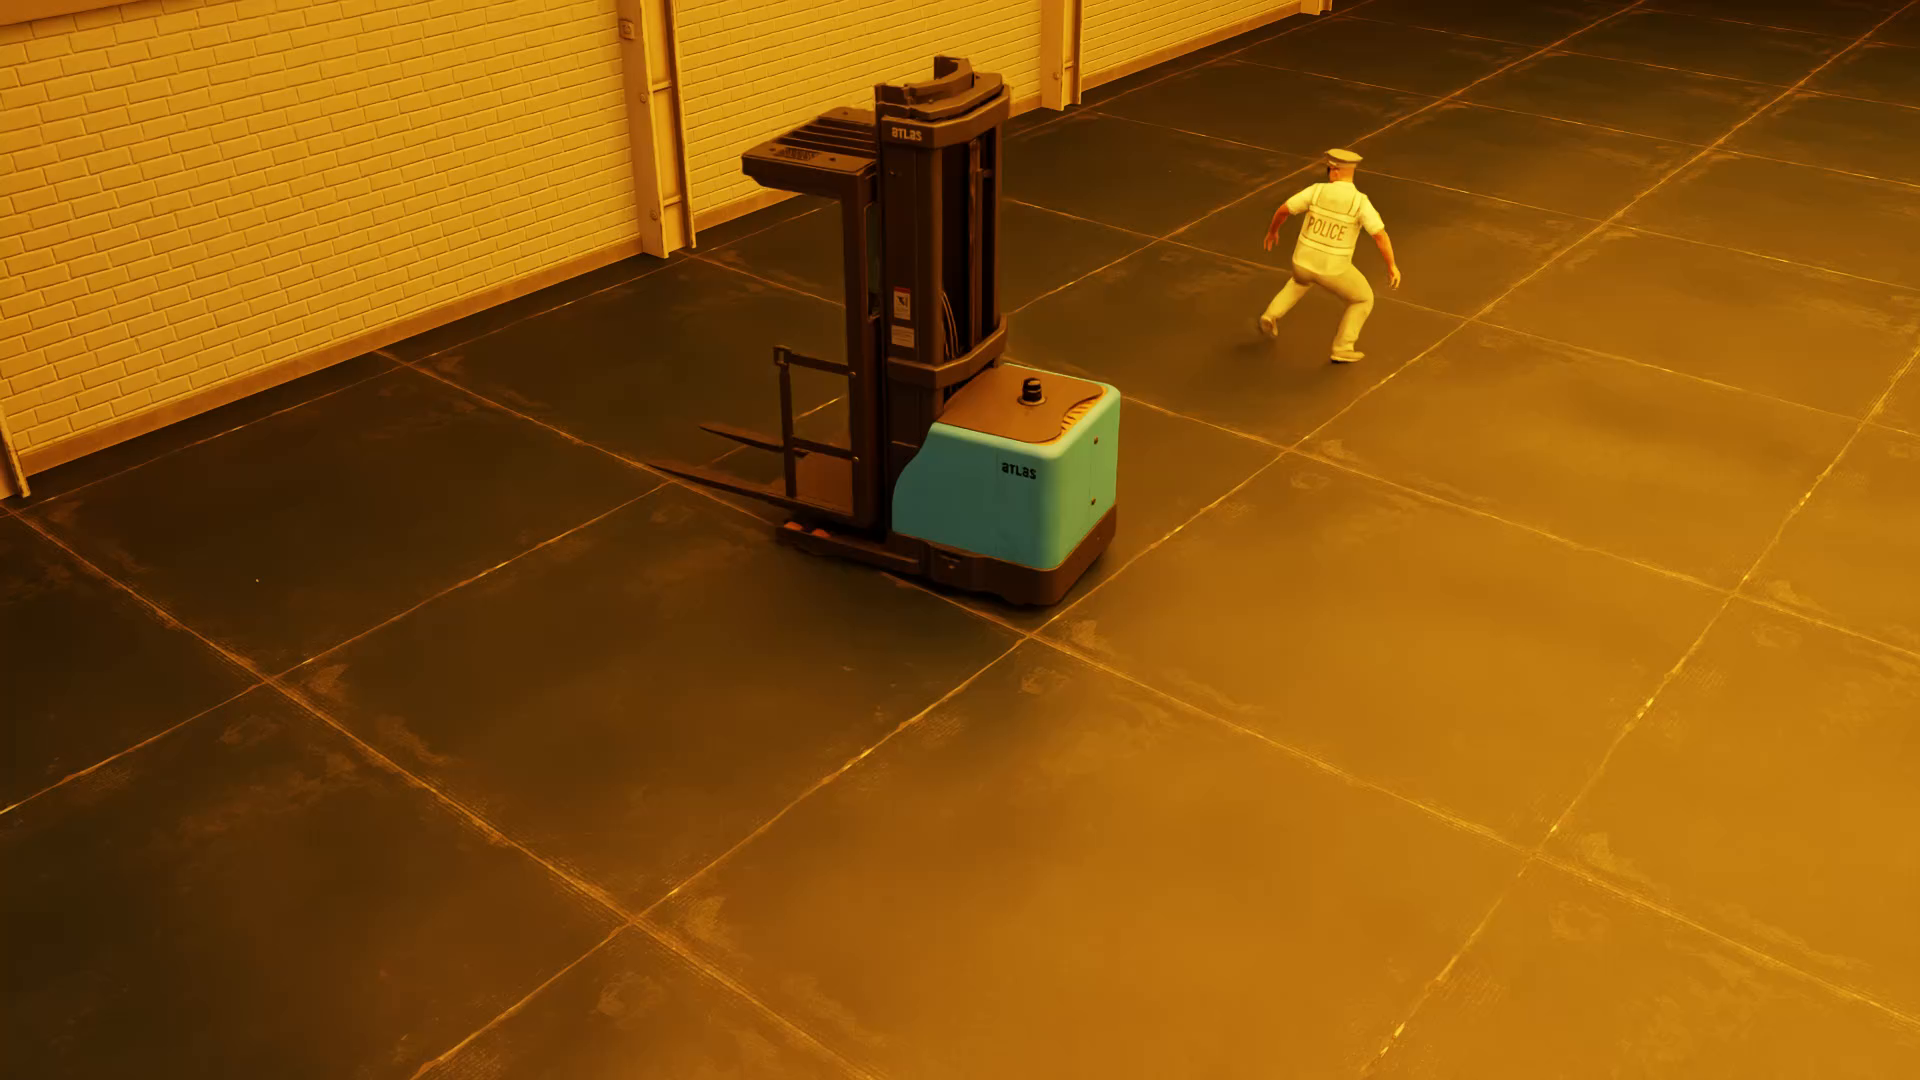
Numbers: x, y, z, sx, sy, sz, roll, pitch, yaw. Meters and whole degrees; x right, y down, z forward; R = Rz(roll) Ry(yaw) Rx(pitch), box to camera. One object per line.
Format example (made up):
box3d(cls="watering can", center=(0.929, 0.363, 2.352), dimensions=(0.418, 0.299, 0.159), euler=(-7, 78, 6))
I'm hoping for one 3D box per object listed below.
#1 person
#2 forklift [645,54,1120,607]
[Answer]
box3d(cls="person", center=(2.811, -2.139, 12.601), dimensions=(1.044, 1.631, 0.523), euler=(22, 37, 32))
box3d(cls="forklift", center=(-0.576, -1.385, 9.965), dimensions=(3.031, 2.935, 1.130), euler=(14, 33, 23))
